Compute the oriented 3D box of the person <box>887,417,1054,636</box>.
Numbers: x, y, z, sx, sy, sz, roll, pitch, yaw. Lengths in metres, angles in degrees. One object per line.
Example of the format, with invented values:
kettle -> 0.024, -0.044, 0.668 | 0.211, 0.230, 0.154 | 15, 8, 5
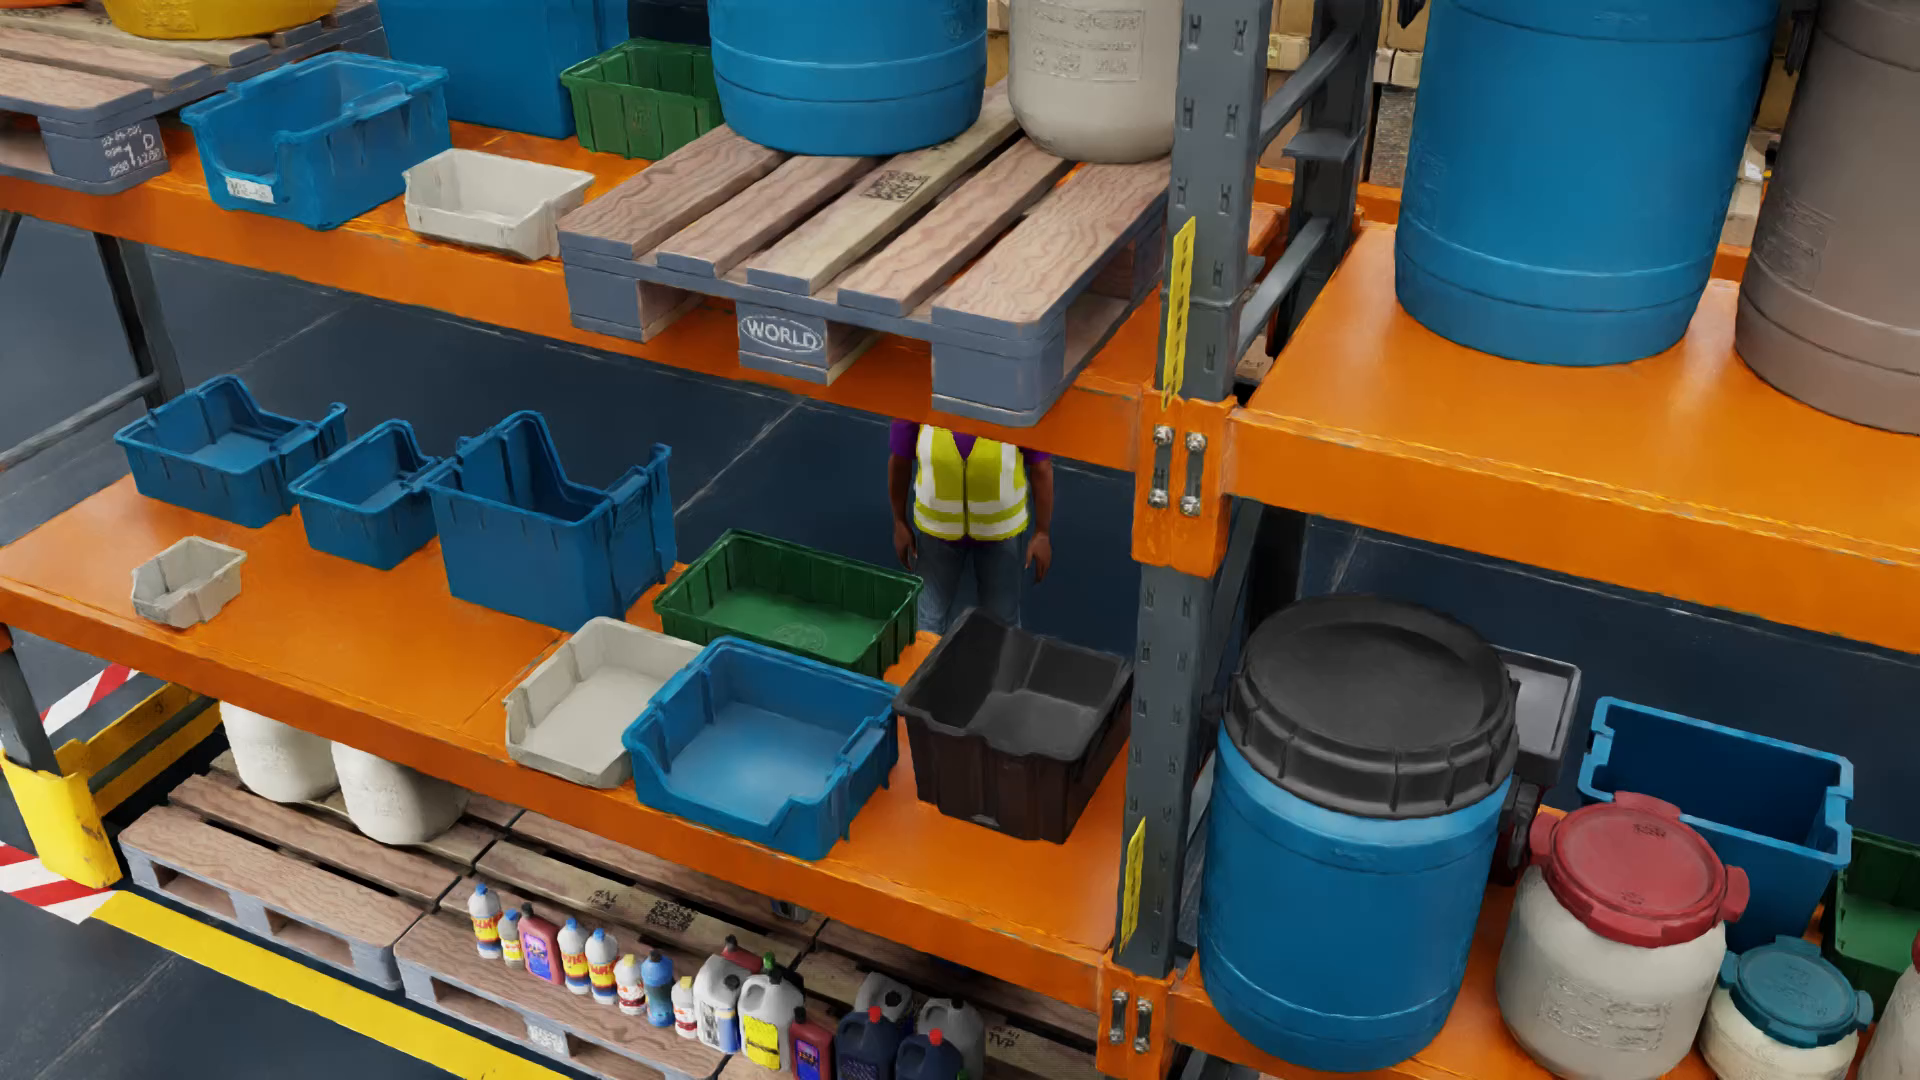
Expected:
person -> 0.035, -0.023, 6.146 | 0.615, 1.804, 0.412 | 3, 34, 5
